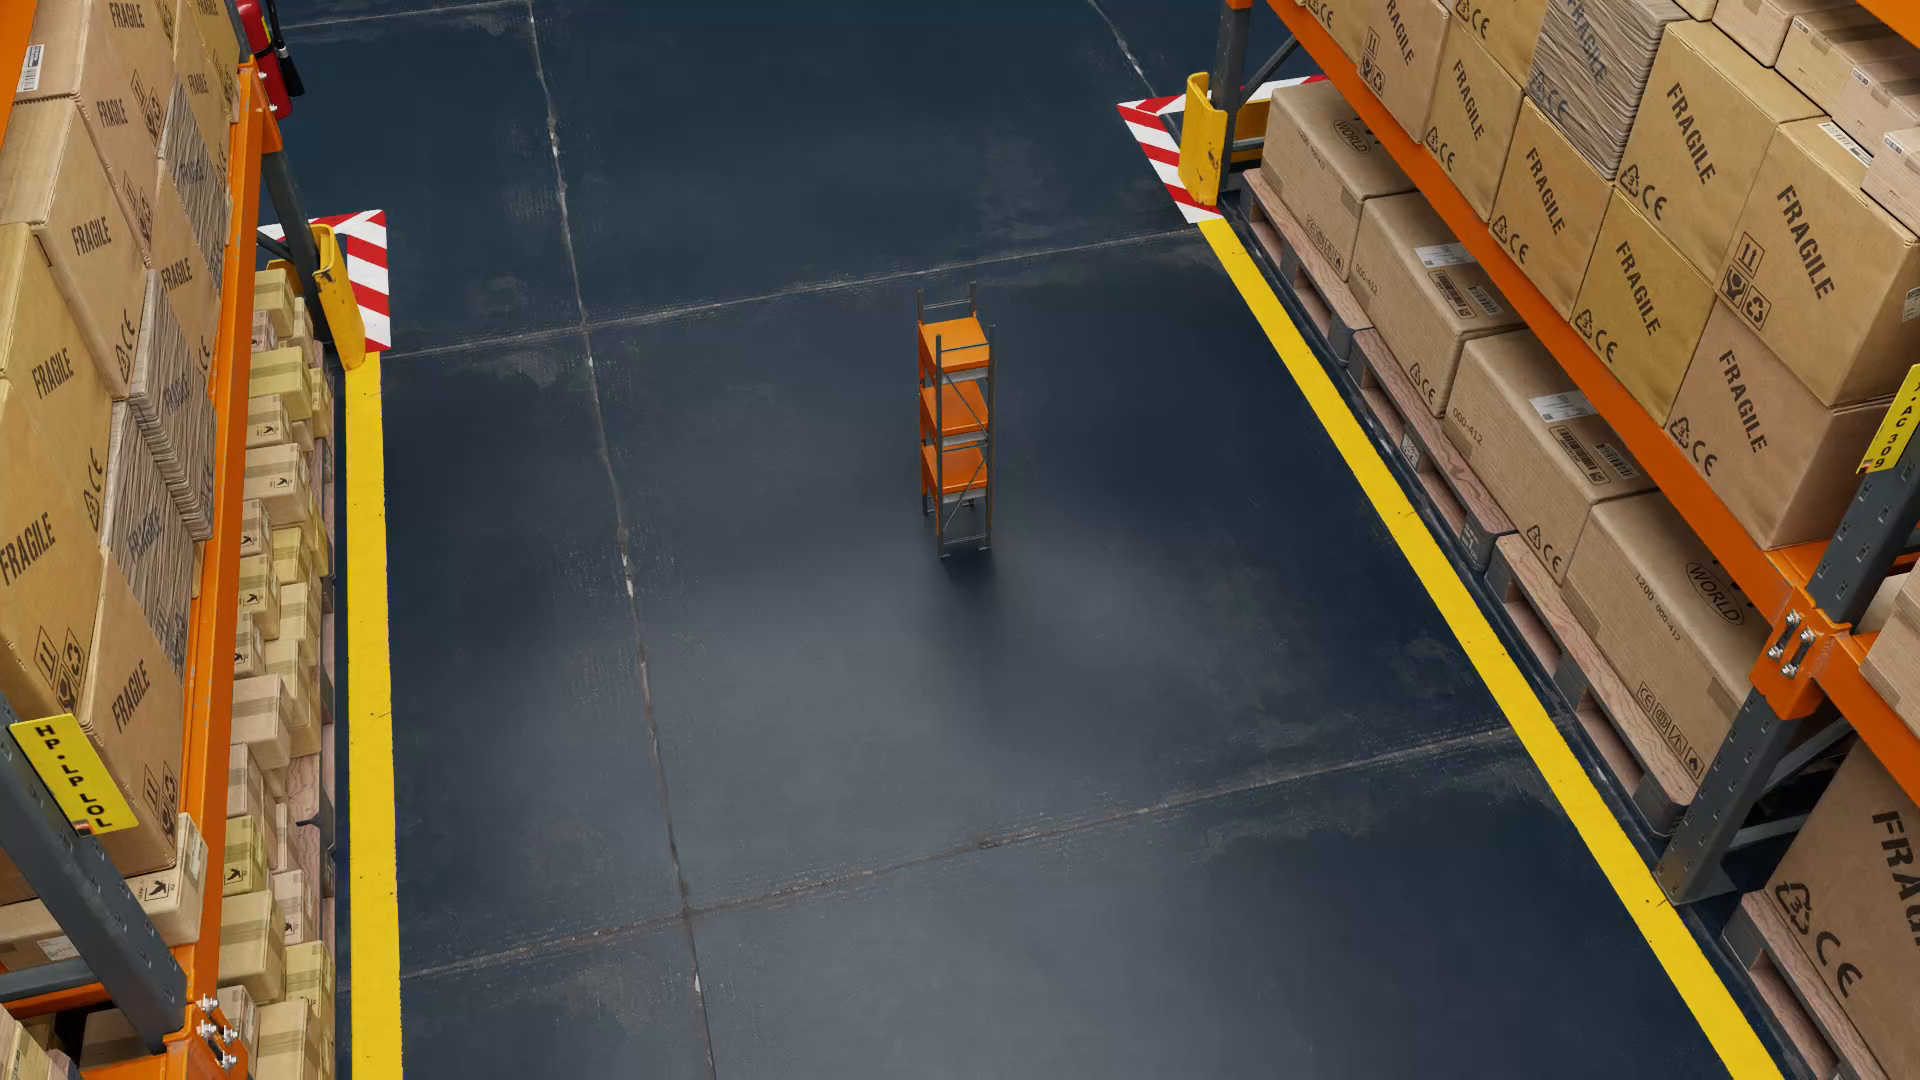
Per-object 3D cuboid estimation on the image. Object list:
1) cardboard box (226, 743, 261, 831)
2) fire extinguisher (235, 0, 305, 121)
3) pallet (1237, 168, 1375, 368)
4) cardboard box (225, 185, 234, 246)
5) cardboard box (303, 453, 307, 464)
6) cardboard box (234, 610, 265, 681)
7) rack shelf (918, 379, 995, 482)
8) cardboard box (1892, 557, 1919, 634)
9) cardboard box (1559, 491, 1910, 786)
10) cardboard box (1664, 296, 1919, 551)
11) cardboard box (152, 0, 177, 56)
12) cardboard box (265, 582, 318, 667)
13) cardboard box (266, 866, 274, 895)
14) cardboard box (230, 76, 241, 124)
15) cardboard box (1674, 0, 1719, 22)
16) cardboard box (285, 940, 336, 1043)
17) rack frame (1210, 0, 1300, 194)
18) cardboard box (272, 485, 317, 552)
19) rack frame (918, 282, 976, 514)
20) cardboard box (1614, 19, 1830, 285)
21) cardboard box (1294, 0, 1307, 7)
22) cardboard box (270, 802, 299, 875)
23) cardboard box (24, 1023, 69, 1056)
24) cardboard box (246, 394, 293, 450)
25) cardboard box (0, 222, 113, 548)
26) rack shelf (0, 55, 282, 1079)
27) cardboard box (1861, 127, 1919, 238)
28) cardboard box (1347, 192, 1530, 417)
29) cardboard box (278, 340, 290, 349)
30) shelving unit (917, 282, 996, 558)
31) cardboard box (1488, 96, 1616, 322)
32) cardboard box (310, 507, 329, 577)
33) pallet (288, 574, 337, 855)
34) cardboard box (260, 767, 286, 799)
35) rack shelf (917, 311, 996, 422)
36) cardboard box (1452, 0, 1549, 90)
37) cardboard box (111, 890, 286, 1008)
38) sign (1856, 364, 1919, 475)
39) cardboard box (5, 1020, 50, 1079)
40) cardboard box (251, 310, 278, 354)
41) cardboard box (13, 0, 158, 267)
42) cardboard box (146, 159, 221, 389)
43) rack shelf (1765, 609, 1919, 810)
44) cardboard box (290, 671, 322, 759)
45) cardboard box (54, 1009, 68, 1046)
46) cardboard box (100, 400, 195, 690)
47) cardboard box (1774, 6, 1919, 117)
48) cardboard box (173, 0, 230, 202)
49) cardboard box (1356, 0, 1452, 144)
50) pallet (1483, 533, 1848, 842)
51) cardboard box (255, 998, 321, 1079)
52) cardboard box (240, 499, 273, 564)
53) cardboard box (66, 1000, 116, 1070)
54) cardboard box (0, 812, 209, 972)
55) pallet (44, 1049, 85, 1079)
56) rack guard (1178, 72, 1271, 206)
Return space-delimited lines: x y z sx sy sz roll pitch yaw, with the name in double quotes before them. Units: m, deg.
"cardboard box" -2.194 0.752 4.699 0.380 0.149 0.250 -12 47 -11
"fire extinguisher" -2.734 -1.935 6.361 0.296 0.674 0.183 -11 47 -10
"pallet" 1.924 -1.295 7.372 1.003 0.211 1.213 -11 47 -10
"cardboard box" -2.565 -1.052 5.357 0.380 0.149 0.250 -10 46 -9
"cardboard box" -2.631 -0.301 6.147 0.380 0.149 0.250 -11 47 -11
"cardboard box" -2.330 0.388 5.055 0.380 0.149 0.250 -12 47 -12
"rack shelf" -0.014 -0.397 5.919 0.215 0.259 0.240 -11 47 -10
"cardboard box" 2.507 0.185 3.723 0.500 0.250 0.500 -12 47 -11
"cardboard box" 2.610 0.249 5.406 0.875 0.438 0.875 -11 47 -11
"cardboard box" 2.302 -0.356 4.429 0.500 0.500 0.500 -10 46 -10
"cardboard box" -2.629 -1.703 4.841 0.500 0.500 0.500 -12 47 -12
"cardboard box" -2.280 0.304 5.346 0.380 0.149 0.250 -10 46 -10
"cardboard box" -2.124 1.045 4.619 0.380 0.149 0.250 -11 47 -11
"cardboard box" -2.759 -1.573 5.867 0.380 0.149 0.250 -11 47 -10
"cardboard box" 2.083 -1.528 4.423 0.380 0.149 0.250 -11 47 -11
"cardboard box" -1.943 1.284 4.593 0.380 0.149 0.250 -9 46 -9
"rack frame" 1.643 -2.809 6.903 1.000 3.000 0.127 -11 47 -10
"cardboard box" -2.425 -0.062 5.704 0.380 0.149 0.250 -10 46 -10
"rack frame" -0.045 -0.489 5.994 0.200 1.050 0.008 -11 47 -10
"cardboard box" 2.158 -1.060 4.418 0.500 0.500 0.500 -11 47 -11
"cardboard box" 1.489 -2.460 6.491 0.500 0.500 0.500 -11 47 -11
"cardboard box" -2.170 0.956 4.915 0.380 0.149 0.250 -12 47 -11
"cardboard box" -2.435 1.372 4.091 0.380 0.149 0.250 -9 46 -9
"cardboard box" -2.532 -0.343 5.771 0.380 0.149 0.250 -12 47 -12
"cardboard box" -2.119 -0.273 3.439 0.500 0.500 0.500 -12 47 -12
"rack shelf" -2.604 -0.202 4.851 1.077 0.370 4.000 -11 47 -10
"cardboard box" 2.281 -0.814 3.723 0.380 0.149 0.250 -12 47 -11
"cardboard box" 2.151 -0.992 6.622 0.875 0.438 0.875 -10 46 -9
"cardboard box" -2.690 -0.585 6.217 0.380 0.149 0.250 -12 47 -11
"shelving unit" -0.014 -0.404 5.911 0.215 1.050 0.252 -11 47 -10
"cardboard box" 2.022 -1.055 5.113 0.500 0.500 0.500 -11 47 -11
"cardboard box" -2.430 0.032 5.821 0.380 0.149 0.250 -13 47 -12
"pallet" -2.614 0.602 5.512 1.003 0.211 1.213 -11 47 -10
"cardboard box" -2.238 0.664 4.993 0.380 0.149 0.250 -9 46 -8
"rack shelf" -0.014 -0.596 5.716 0.215 0.259 0.240 -11 47 -10
"cardboard box" 1.898 -1.757 5.102 0.500 0.500 0.500 -11 47 -10
"cardboard box" -1.993 1.093 4.364 0.380 0.149 0.250 -9 46 -8
"sign" 2.131 -0.276 3.758 0.100 0.325 0.005 -11 47 -10
"cardboard box" -1.799 1.003 2.841 0.380 0.149 0.250 -9 46 -9
"cardboard box" -2.727 -0.689 6.110 0.380 0.149 0.250 -10 46 -10
"cardboard box" -2.348 -0.981 4.133 0.500 0.500 0.500 -12 47 -12
"cardboard box" -2.368 -0.659 4.518 0.500 0.500 0.500 -9 46 -8
"rack shelf" 3.179 1.585 3.100 1.077 0.370 4.000 -11 47 -10
"cardboard box" -2.246 0.580 5.284 0.380 0.149 0.250 -12 47 -11
"cardboard box" -2.561 1.330 4.340 0.380 0.149 0.250 -13 47 -12
"cardboard box" -2.109 0.060 3.813 0.500 0.500 0.500 -11 47 -10
"cardboard box" 2.264 -1.190 4.092 0.380 0.149 0.250 -11 47 -10
"cardboard box" -2.625 -1.354 5.198 0.500 0.500 0.500 -11 47 -11
"cardboard box" 1.758 -1.762 5.806 0.500 0.500 0.500 -11 47 -11
"pallet" 2.548 0.389 5.721 1.003 0.211 1.213 -11 47 -10
"cardboard box" -1.875 1.365 4.306 0.380 0.149 0.250 -9 46 -8
"cardboard box" -2.450 0.035 5.401 0.380 0.149 0.250 -12 47 -12
"cardboard box" -2.507 1.375 4.504 0.380 0.149 0.250 -10 46 -9
"cardboard box" -1.848 0.760 3.581 0.380 0.149 0.250 -9 46 -9
"pallet" -2.037 1.549 2.766 1.003 0.211 1.213 -11 47 -10
"rack guard" 1.637 -1.951 7.812 1.175 0.500 0.348 -11 47 -10
